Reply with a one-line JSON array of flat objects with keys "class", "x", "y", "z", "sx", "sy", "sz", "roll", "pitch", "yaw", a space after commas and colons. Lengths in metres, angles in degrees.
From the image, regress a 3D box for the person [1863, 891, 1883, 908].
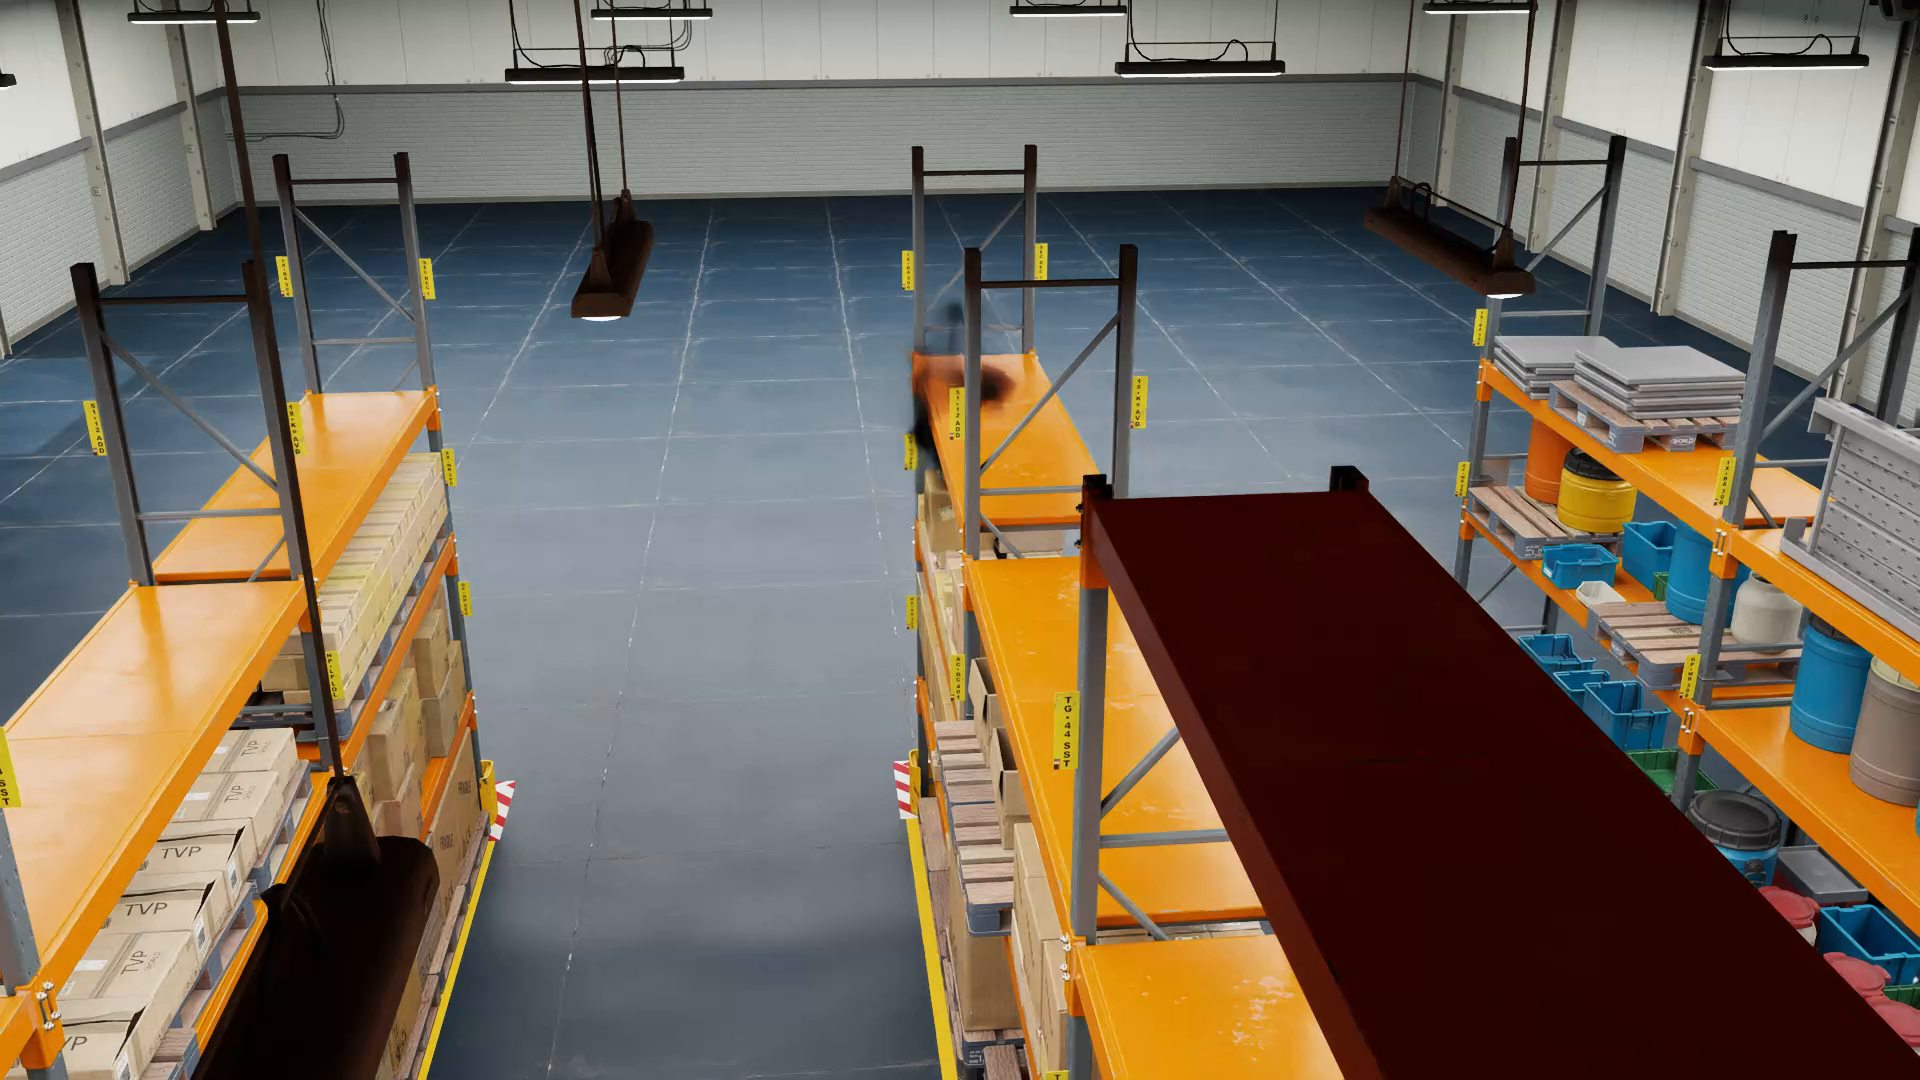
[{"class": "person", "x": 7.111, "y": 2.689, "z": 12.765, "sx": 0.542, "sy": 1.570, "sz": 0.555, "roll": -1, "pitch": 22, "yaw": -3}]
